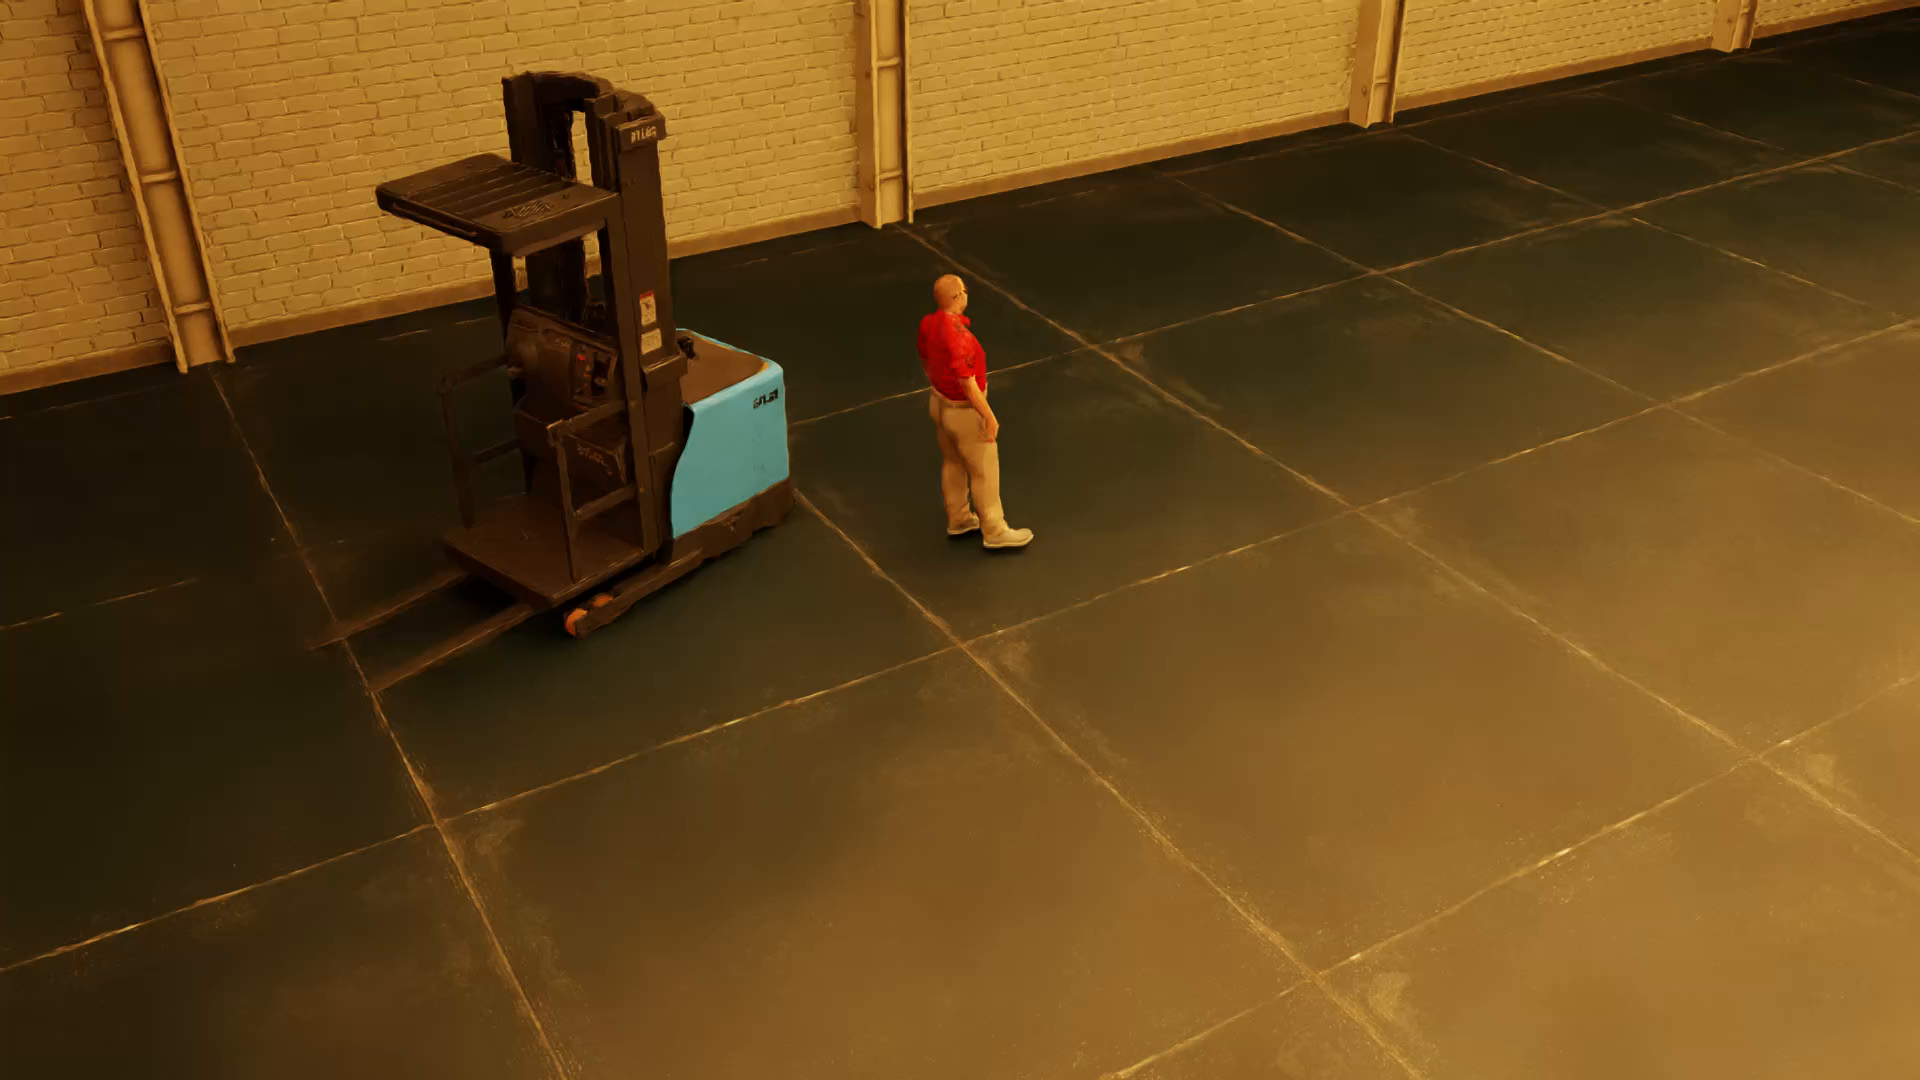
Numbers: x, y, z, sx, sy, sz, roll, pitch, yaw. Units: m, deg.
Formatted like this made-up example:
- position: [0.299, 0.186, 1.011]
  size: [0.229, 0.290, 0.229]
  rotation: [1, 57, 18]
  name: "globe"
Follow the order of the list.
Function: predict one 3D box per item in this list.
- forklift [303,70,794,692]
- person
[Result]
- position: [-2.388, -0.984, 9.290]
  size: [1.130, 2.935, 3.031]
  rotation: [23, 38, 33]
  name: "forklift"
- position: [0.083, -0.801, 10.063]
  size: [0.550, 1.727, 0.640]
  rotation: [-17, 35, -26]
  name: "person"
